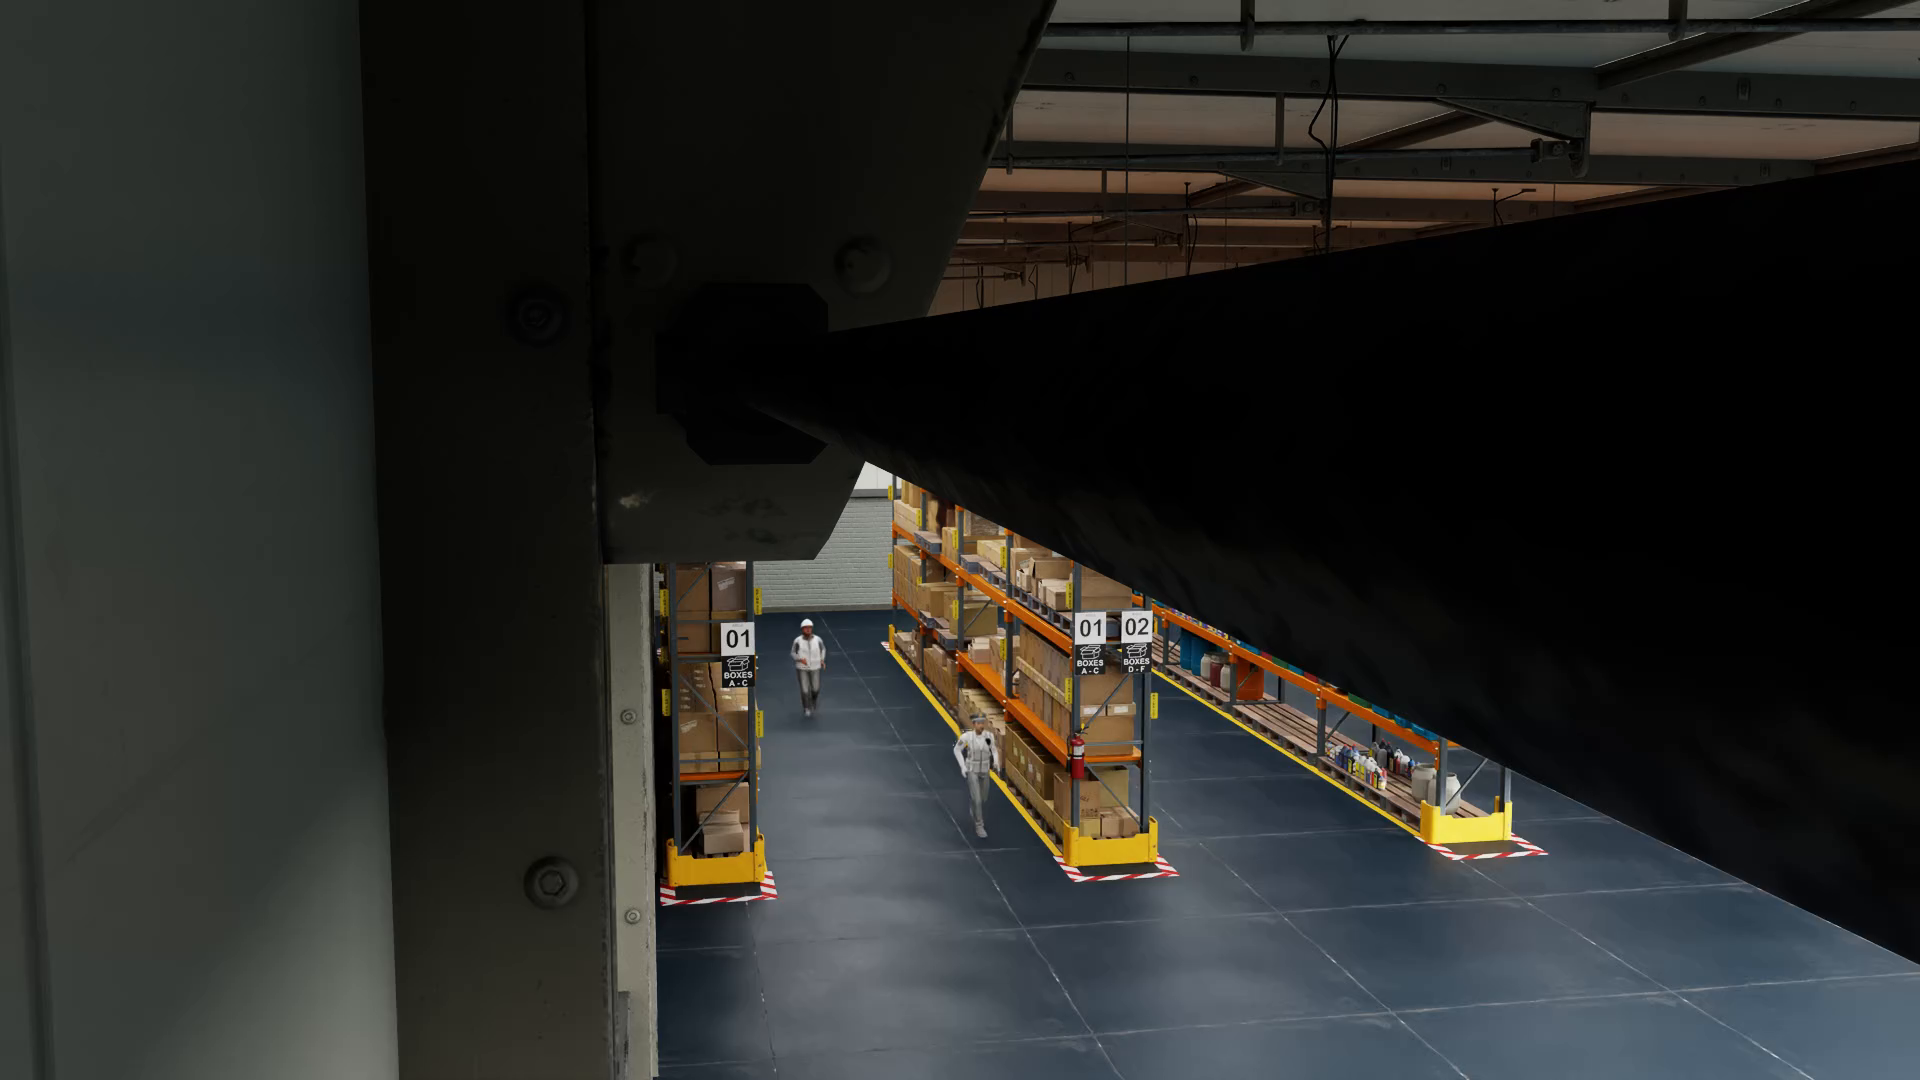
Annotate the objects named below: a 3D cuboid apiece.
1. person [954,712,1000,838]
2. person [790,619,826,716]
[{"bbox_3d":[0.212,3.101,22.382,0.603,1.668,0.785,-2,6,-16],"label":"person"},{"bbox_3d":[-2.680,2.280,29.555,0.653,1.731,0.569,-1,6,-12],"label":"person"}]
